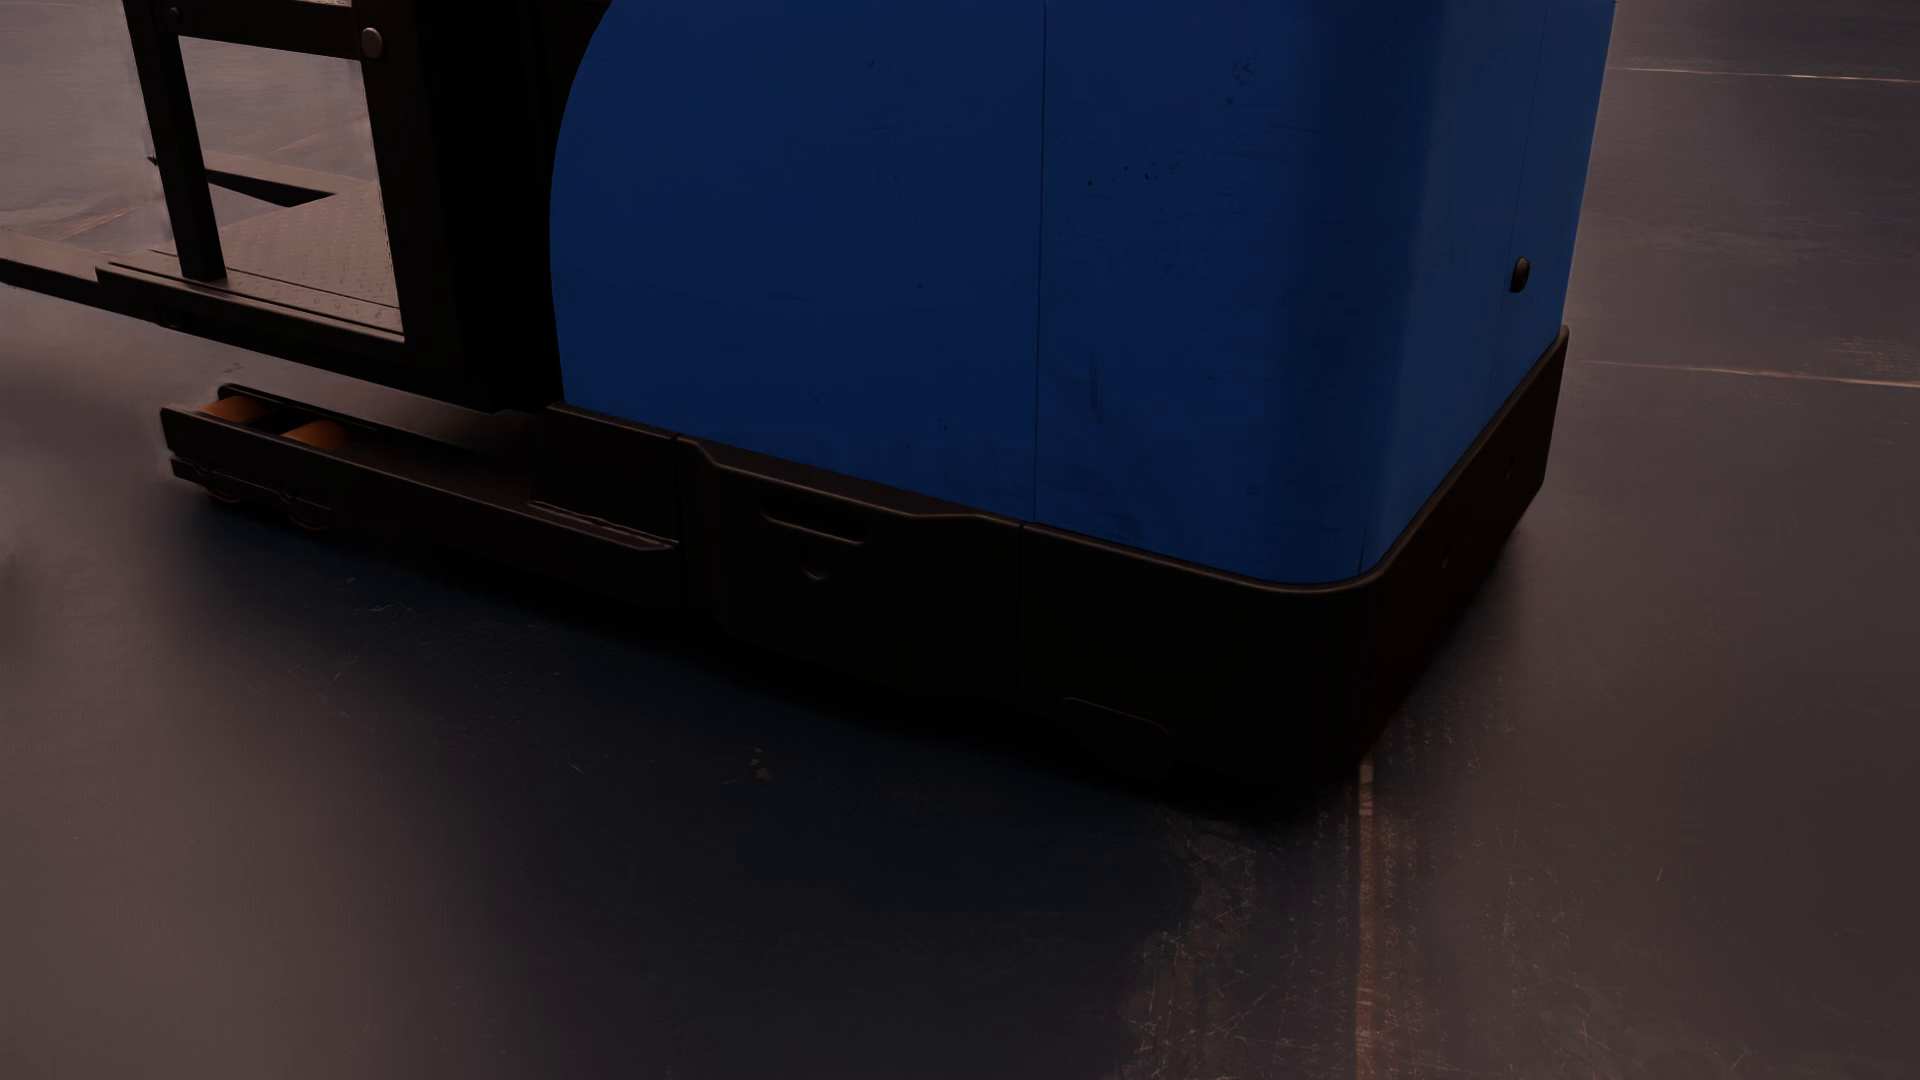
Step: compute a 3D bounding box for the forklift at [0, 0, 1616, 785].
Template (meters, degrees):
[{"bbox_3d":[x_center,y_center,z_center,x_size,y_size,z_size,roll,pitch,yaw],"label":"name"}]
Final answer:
[{"bbox_3d":[-0.644,-1.509,2.237,3.031,2.935,1.130,15,30,27],"label":"forklift"}]
